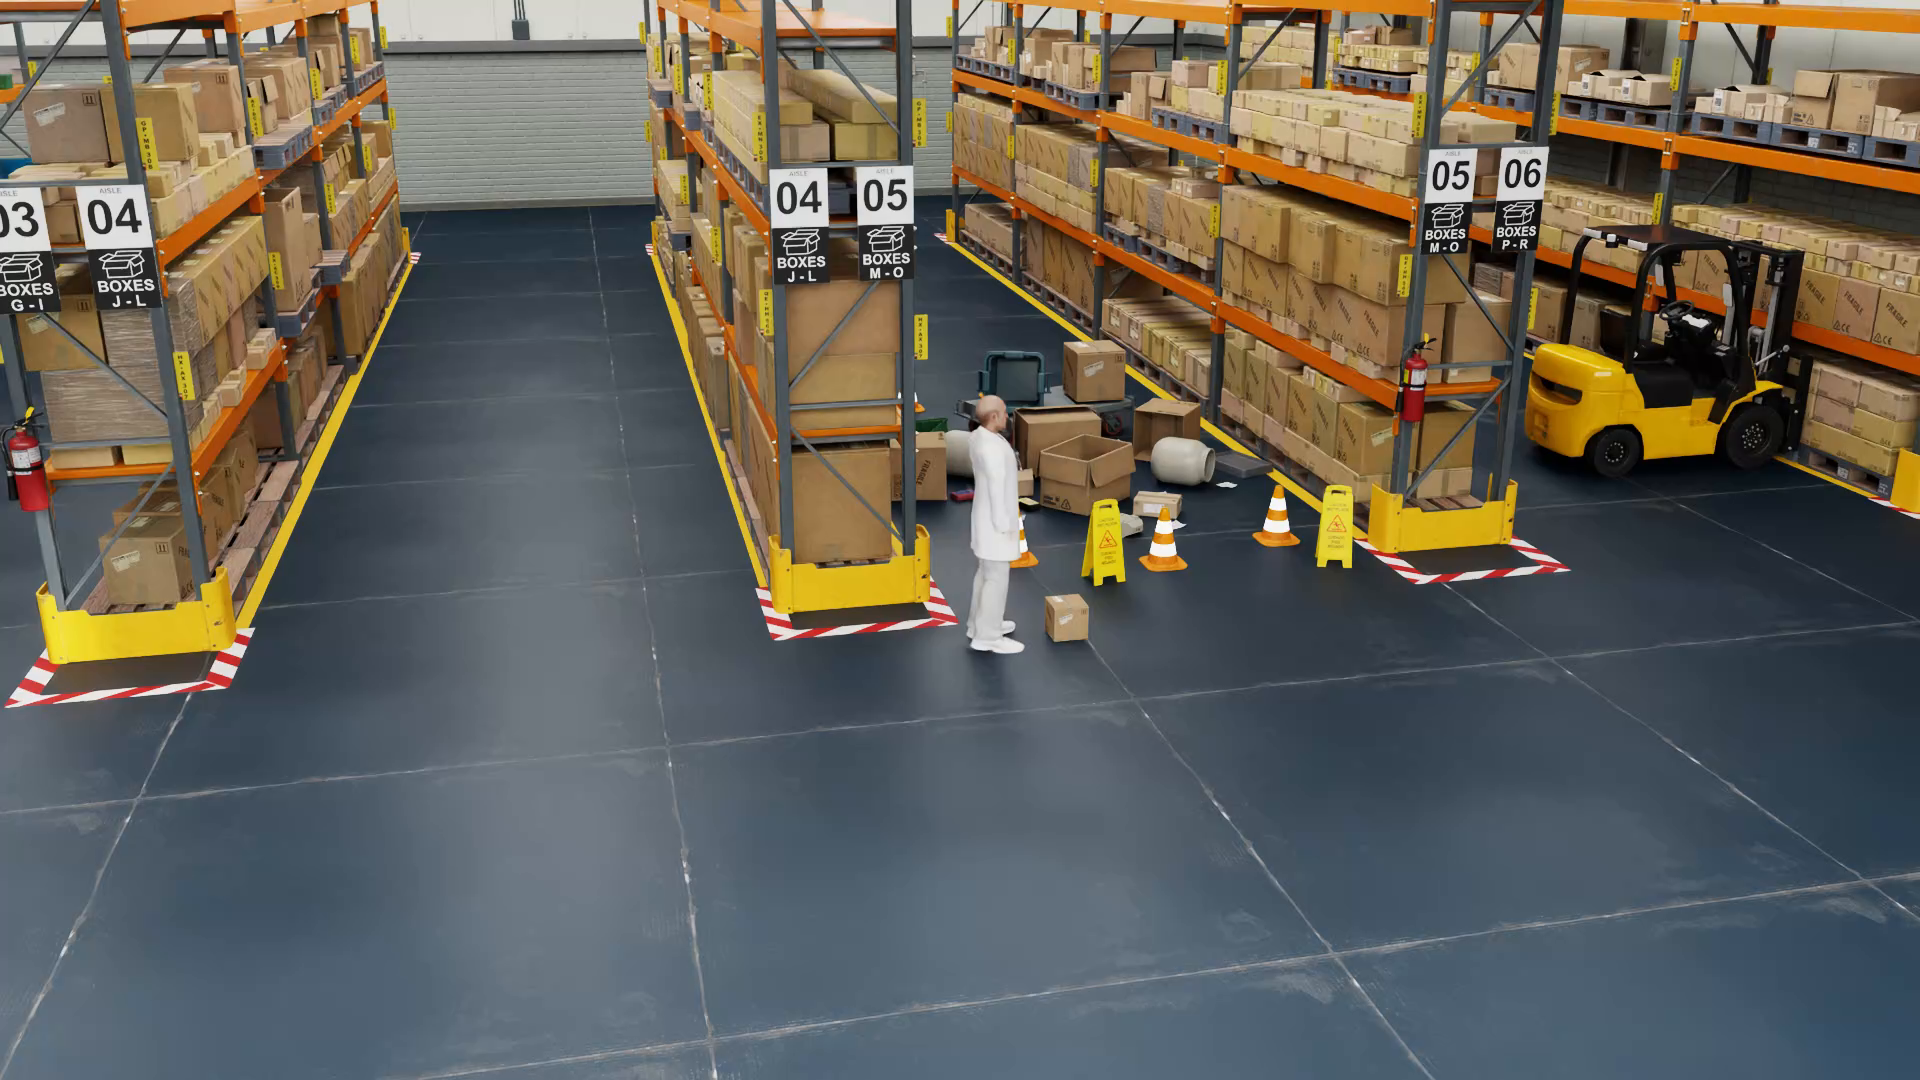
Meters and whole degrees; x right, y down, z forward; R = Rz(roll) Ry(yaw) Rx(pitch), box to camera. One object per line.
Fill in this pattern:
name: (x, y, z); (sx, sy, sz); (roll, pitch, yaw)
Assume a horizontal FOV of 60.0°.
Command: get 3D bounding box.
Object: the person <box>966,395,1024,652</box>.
person: (0.234, -0.124, 11.474); (0.395, 1.795, 0.565); (-4, 20, -12)
